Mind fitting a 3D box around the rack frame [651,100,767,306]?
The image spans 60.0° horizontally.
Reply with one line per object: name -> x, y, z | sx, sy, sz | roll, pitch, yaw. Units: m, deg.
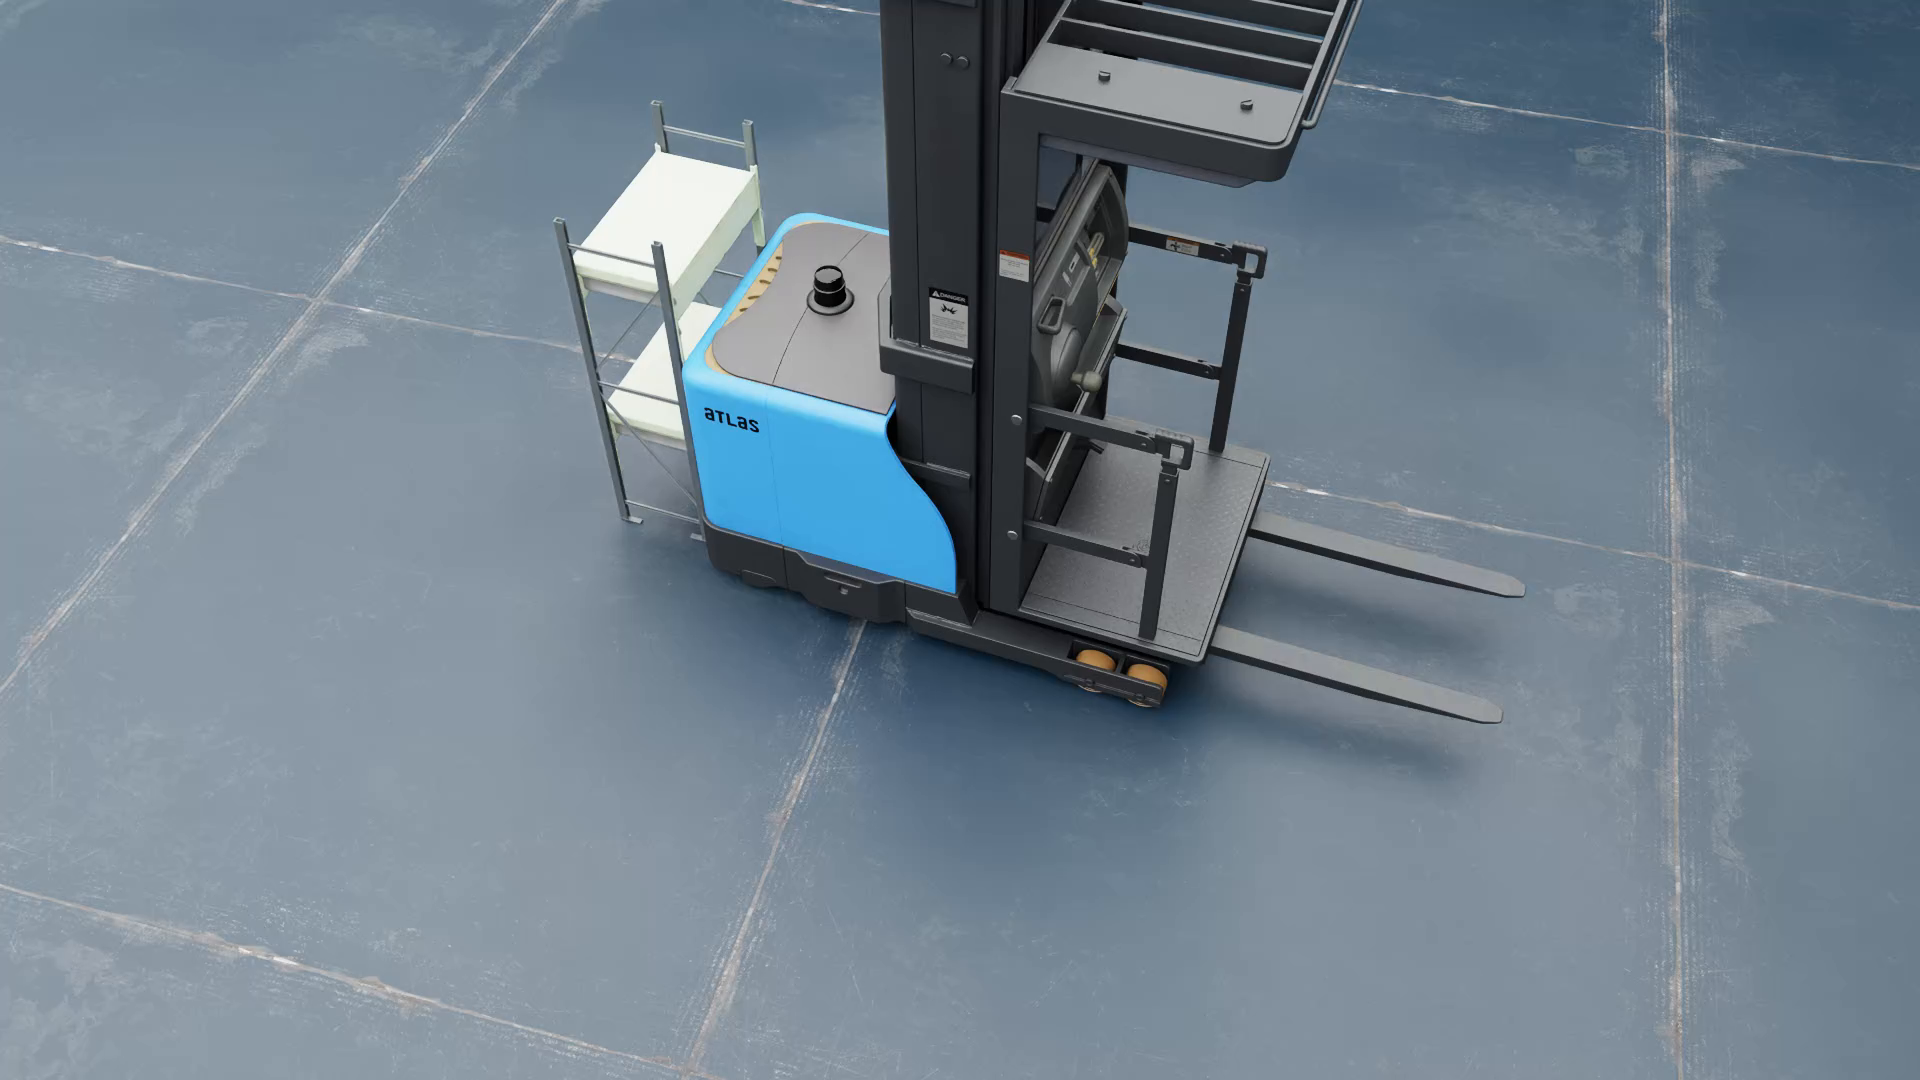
rack frame -> -0.939, -1.056, 6.601 | 0.400, 1.500, 0.023 | 15, 50, 13

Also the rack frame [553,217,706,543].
rack frame -> -1.184, -0.539, 6.144 | 0.400, 1.500, 0.023 | 15, 50, 13

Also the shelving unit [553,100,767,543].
shelving unit -> -1.061, -0.798, 6.372 | 0.431, 1.500, 0.755 | 15, 50, 13

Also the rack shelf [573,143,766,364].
rack shelf -> -1.061, -1.056, 6.080 | 0.431, 0.370, 0.720 | 15, 50, 13

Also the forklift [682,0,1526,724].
forklift -> 0.584, -0.809, 5.428 | 3.031, 2.935, 1.130 | 15, 50, 13

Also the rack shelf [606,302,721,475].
rack shelf -> -1.061, -0.582, 6.617 | 0.431, 0.370, 0.720 | 15, 50, 13
